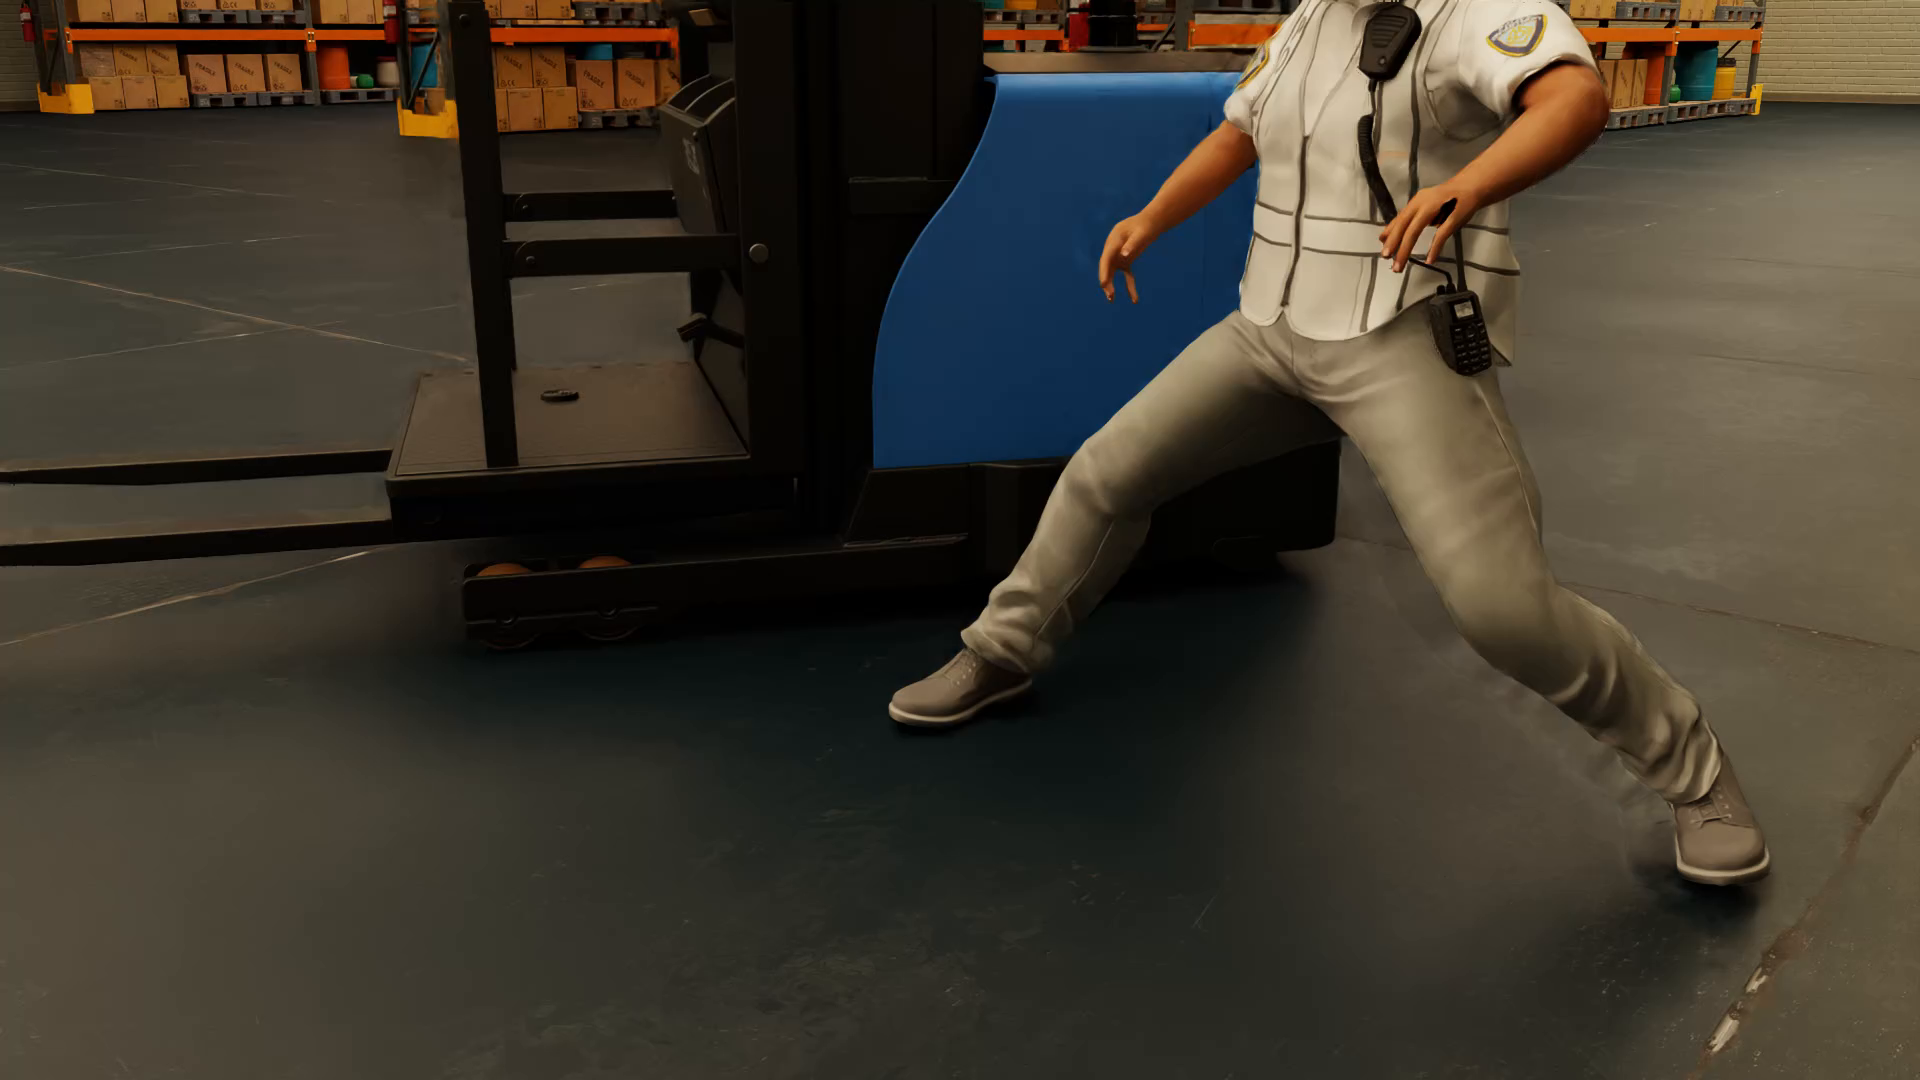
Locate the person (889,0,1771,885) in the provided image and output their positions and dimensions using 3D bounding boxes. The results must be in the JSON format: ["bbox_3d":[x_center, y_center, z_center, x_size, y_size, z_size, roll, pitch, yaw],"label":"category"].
[{"bbox_3d":[0.541,-0.310,2.438,0.908,1.467,1.207,-10,20,-30],"label":"person"}]

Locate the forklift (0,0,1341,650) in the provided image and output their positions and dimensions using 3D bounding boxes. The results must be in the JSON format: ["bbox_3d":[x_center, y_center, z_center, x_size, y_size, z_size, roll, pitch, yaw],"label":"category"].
[{"bbox_3d":[-0.739,-1.358,3.368,3.031,2.935,1.130,-4,17,-14],"label":"forklift"}]
